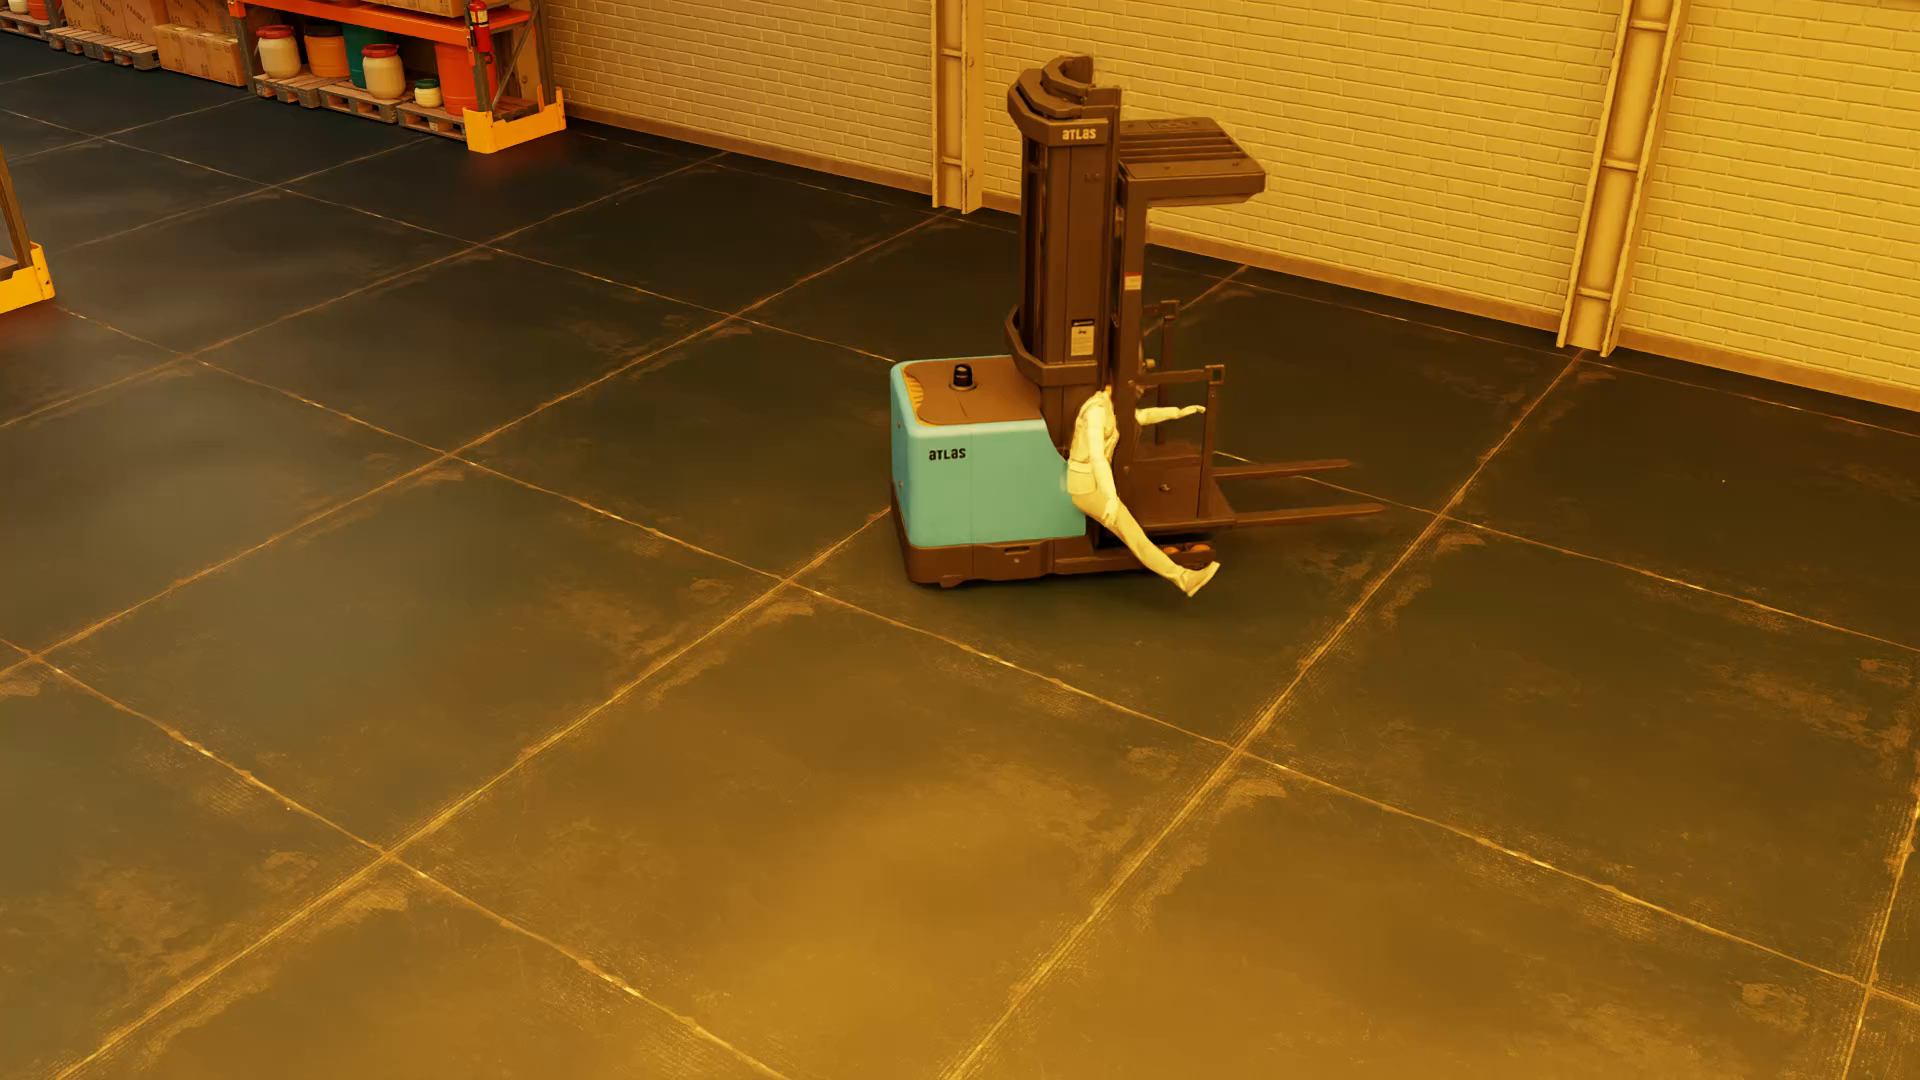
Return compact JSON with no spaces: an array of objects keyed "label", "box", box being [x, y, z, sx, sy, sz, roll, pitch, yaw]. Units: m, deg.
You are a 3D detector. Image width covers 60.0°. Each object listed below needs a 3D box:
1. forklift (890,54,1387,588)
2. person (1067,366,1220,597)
[{"label":"forklift","box":[1.119,-1.315,9.846,3.031,2.935,1.130,-4,30,-8]},{"label":"person","box":[1.089,-0.428,9.831,1.135,1.368,0.986,11,32,18]}]
